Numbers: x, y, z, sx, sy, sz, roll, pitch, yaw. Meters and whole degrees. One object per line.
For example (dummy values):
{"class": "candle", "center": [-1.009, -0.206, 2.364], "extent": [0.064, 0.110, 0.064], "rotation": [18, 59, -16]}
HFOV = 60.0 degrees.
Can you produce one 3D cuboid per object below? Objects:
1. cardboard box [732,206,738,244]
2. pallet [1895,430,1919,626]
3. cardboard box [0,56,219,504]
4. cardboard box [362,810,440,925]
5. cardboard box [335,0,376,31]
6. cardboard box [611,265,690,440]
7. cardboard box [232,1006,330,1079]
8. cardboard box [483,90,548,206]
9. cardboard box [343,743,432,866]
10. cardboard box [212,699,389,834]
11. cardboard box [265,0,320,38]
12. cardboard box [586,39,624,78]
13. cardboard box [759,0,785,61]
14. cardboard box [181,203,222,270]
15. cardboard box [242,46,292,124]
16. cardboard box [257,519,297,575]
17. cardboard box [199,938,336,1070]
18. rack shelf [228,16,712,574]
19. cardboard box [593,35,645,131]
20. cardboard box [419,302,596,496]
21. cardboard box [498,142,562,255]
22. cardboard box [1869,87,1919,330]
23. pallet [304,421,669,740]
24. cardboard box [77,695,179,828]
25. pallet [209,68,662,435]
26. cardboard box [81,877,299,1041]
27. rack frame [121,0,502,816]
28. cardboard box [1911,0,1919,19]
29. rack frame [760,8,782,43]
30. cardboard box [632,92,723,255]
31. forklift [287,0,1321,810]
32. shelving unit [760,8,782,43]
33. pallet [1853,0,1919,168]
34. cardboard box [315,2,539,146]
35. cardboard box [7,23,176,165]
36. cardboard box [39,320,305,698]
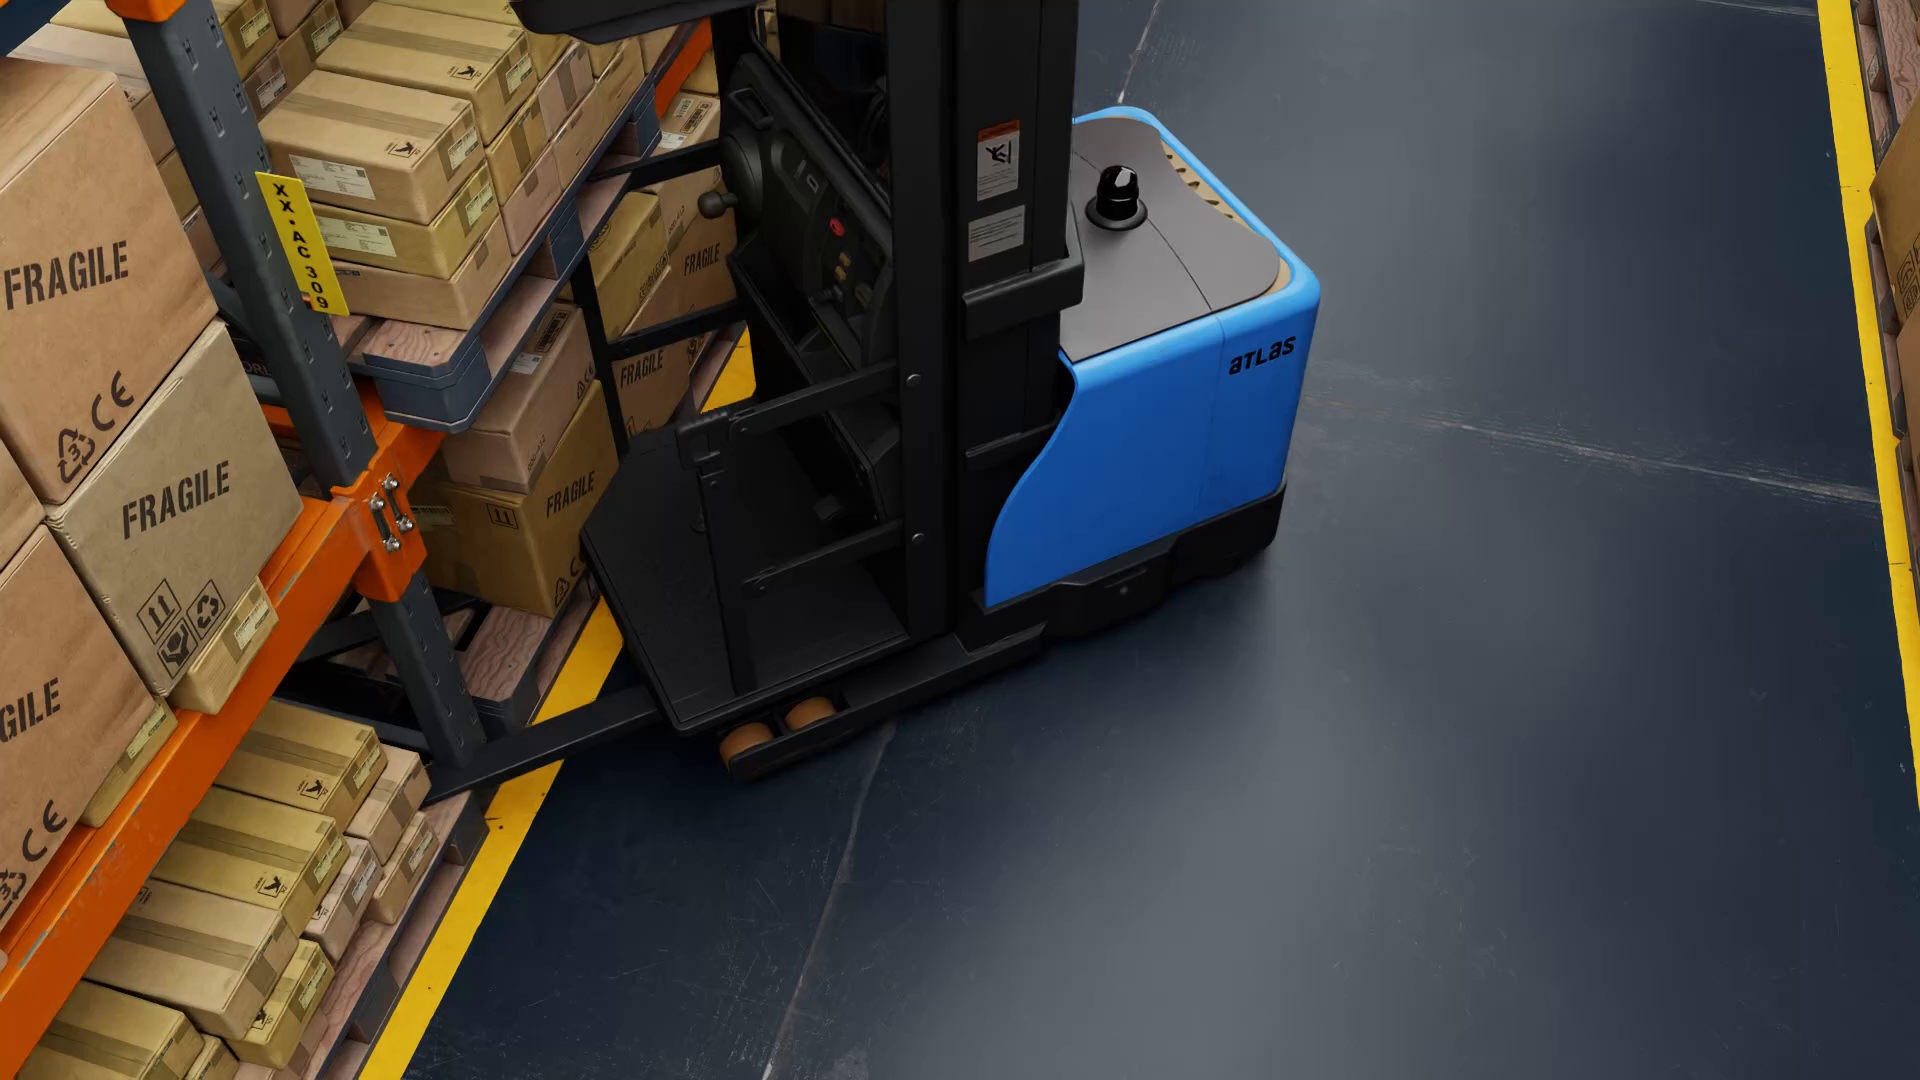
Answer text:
{"class": "cardboard box", "center": [-0.909, -1.291, 5.776], "extent": [0.500, 0.500, 0.500], "rotation": [10, 49, 8]}
{"class": "pallet", "center": [3.431, 0.143, 4.983], "extent": [1.003, 0.211, 1.213], "rotation": [12, 50, 10]}
{"class": "cardboard box", "center": [-1.640, -0.443, 2.708], "extent": [0.500, 0.500, 0.500], "rotation": [10, 49, 9]}
{"class": "cardboard box", "center": [-1.551, 0.781, 4.181], "extent": [0.380, 0.149, 0.250], "rotation": [12, 50, 11]}
{"class": "cardboard box", "center": [-1.659, -1.423, 4.195], "extent": [0.380, 0.149, 0.250], "rotation": [10, 49, 9]}
{"class": "cardboard box", "center": [-1.189, -0.551, 5.123], "extent": [0.500, 0.500, 0.500], "rotation": [14, 50, 12]}
{"class": "cardboard box", "center": [-1.708, 1.157, 3.850], "extent": [0.380, 0.149, 0.250], "rotation": [10, 49, 9]}
{"class": "cardboard box", "center": [-1.163, -0.910, 3.742], "extent": [0.380, 0.149, 0.250], "rotation": [11, 49, 9]}
{"class": "cardboard box", "center": [-1.553, 0.623, 4.123], "extent": [0.380, 0.149, 0.250], "rotation": [12, 50, 11]}
{"class": "cardboard box", "center": [-1.619, 0.542, 3.995], "extent": [0.380, 0.149, 0.250], "rotation": [13, 50, 11]}
{"class": "cardboard box", "center": [-1.720, -1.336, 3.919], "extent": [0.380, 0.149, 0.250], "rotation": [10, 49, 9]}
{"class": "cardboard box", "center": [-1.028, -1.285, 4.073], "extent": [0.380, 0.149, 0.250], "rotation": [10, 49, 8]}
{"class": "cardboard box", "center": [-0.774, -1.913, 5.825], "extent": [0.500, 0.250, 0.500], "rotation": [12, 50, 11]}
{"class": "cardboard box", "center": [-1.863, -0.756, 3.804], "extent": [0.380, 0.149, 0.250], "rotation": [11, 49, 9]}
{"class": "cardboard box", "center": [-1.795, -1.046, 3.861], "extent": [0.380, 0.149, 0.250], "rotation": [12, 50, 10]}
{"class": "cardboard box", "center": [-1.626, -0.038, 3.450], "extent": [0.380, 0.149, 0.250], "rotation": [11, 50, 10]}
{"class": "cardboard box", "center": [-1.666, 1.018, 3.774], "extent": [0.380, 0.149, 0.250], "rotation": [10, 49, 9]}
{"class": "rack shelf", "center": [-1.251, -1.582, 5.126], "extent": [1.077, 0.370, 4.000], "rotation": [12, 50, 10]}
{"class": "cardboard box", "center": [-1.026, -1.187, 4.184], "extent": [0.380, 0.149, 0.250], "rotation": [12, 50, 10]}
{"class": "cardboard box", "center": [-1.328, -0.416, 4.504], "extent": [0.500, 0.250, 0.500], "rotation": [10, 49, 8]}
{"class": "cardboard box", "center": [-1.162, -0.826, 3.865], "extent": [0.380, 0.149, 0.250], "rotation": [12, 50, 11]}
{"class": "cardboard box", "center": [3.833, -1.156, 5.407], "extent": [1.225, 0.875, 0.875], "rotation": [9, 49, 8]}
{"class": "pallet", "center": [-1.573, -0.015, 5.122], "extent": [1.003, 0.211, 1.213], "rotation": [12, 50, 10]}
{"class": "cardboard box", "center": [-1.717, 0.351, 3.107], "extent": [0.380, 0.149, 0.250], "rotation": [13, 50, 12]}
{"class": "pallet", "center": [-1.435, -0.834, 4.114], "extent": [1.003, 0.211, 1.213], "rotation": [12, 50, 10]}
{"class": "cardboard box", "center": [-1.707, 0.917, 3.665], "extent": [0.380, 0.149, 0.250], "rotation": [11, 50, 10]}
{"class": "rack frame", "center": [-1.777, -0.374, 3.579], "extent": [1.000, 3.000, 0.127], "rotation": [12, 50, 10]}
{"class": "cardboard box", "center": [4.325, -2.426, 6.764], "extent": [0.700, 0.500, 0.500], "rotation": [8, 49, 7]}
{"class": "rack frame", "center": [-0.493, -1.235, 5.539], "extent": [0.240, 1.200, 0.006], "rotation": [-5, 49, -4]}
{"class": "cardboard box", "center": [-1.051, -1.170, 5.169], "extent": [0.500, 0.250, 0.500], "rotation": [13, 50, 11]}
{"class": "forklift", "center": [-0.563, -0.757, 3.963], "extent": [3.031, 2.935, 1.130], "rotation": [-21, 52, -18]}
{"class": "shelving unit", "center": [-0.482, -1.167, 5.479], "extent": [0.258, 1.200, 0.189], "rotation": [-5, 49, -4]}
{"class": "pallet", "center": [4.241, -1.857, 6.749], "extent": [1.003, 0.211, 1.213], "rotation": [12, 50, 10]}
{"class": "cardboard box", "center": [-1.162, -1.024, 3.643], "extent": [0.380, 0.149, 0.250], "rotation": [13, 50, 11]}
{"class": "cardboard box", "center": [-1.860, -0.955, 3.583], "extent": [0.380, 0.149, 0.250], "rotation": [14, 50, 12]}
{"class": "cardboard box", "center": [-1.632, -0.100, 3.072], "extent": [0.500, 0.500, 0.500], "rotation": [12, 50, 10]}
